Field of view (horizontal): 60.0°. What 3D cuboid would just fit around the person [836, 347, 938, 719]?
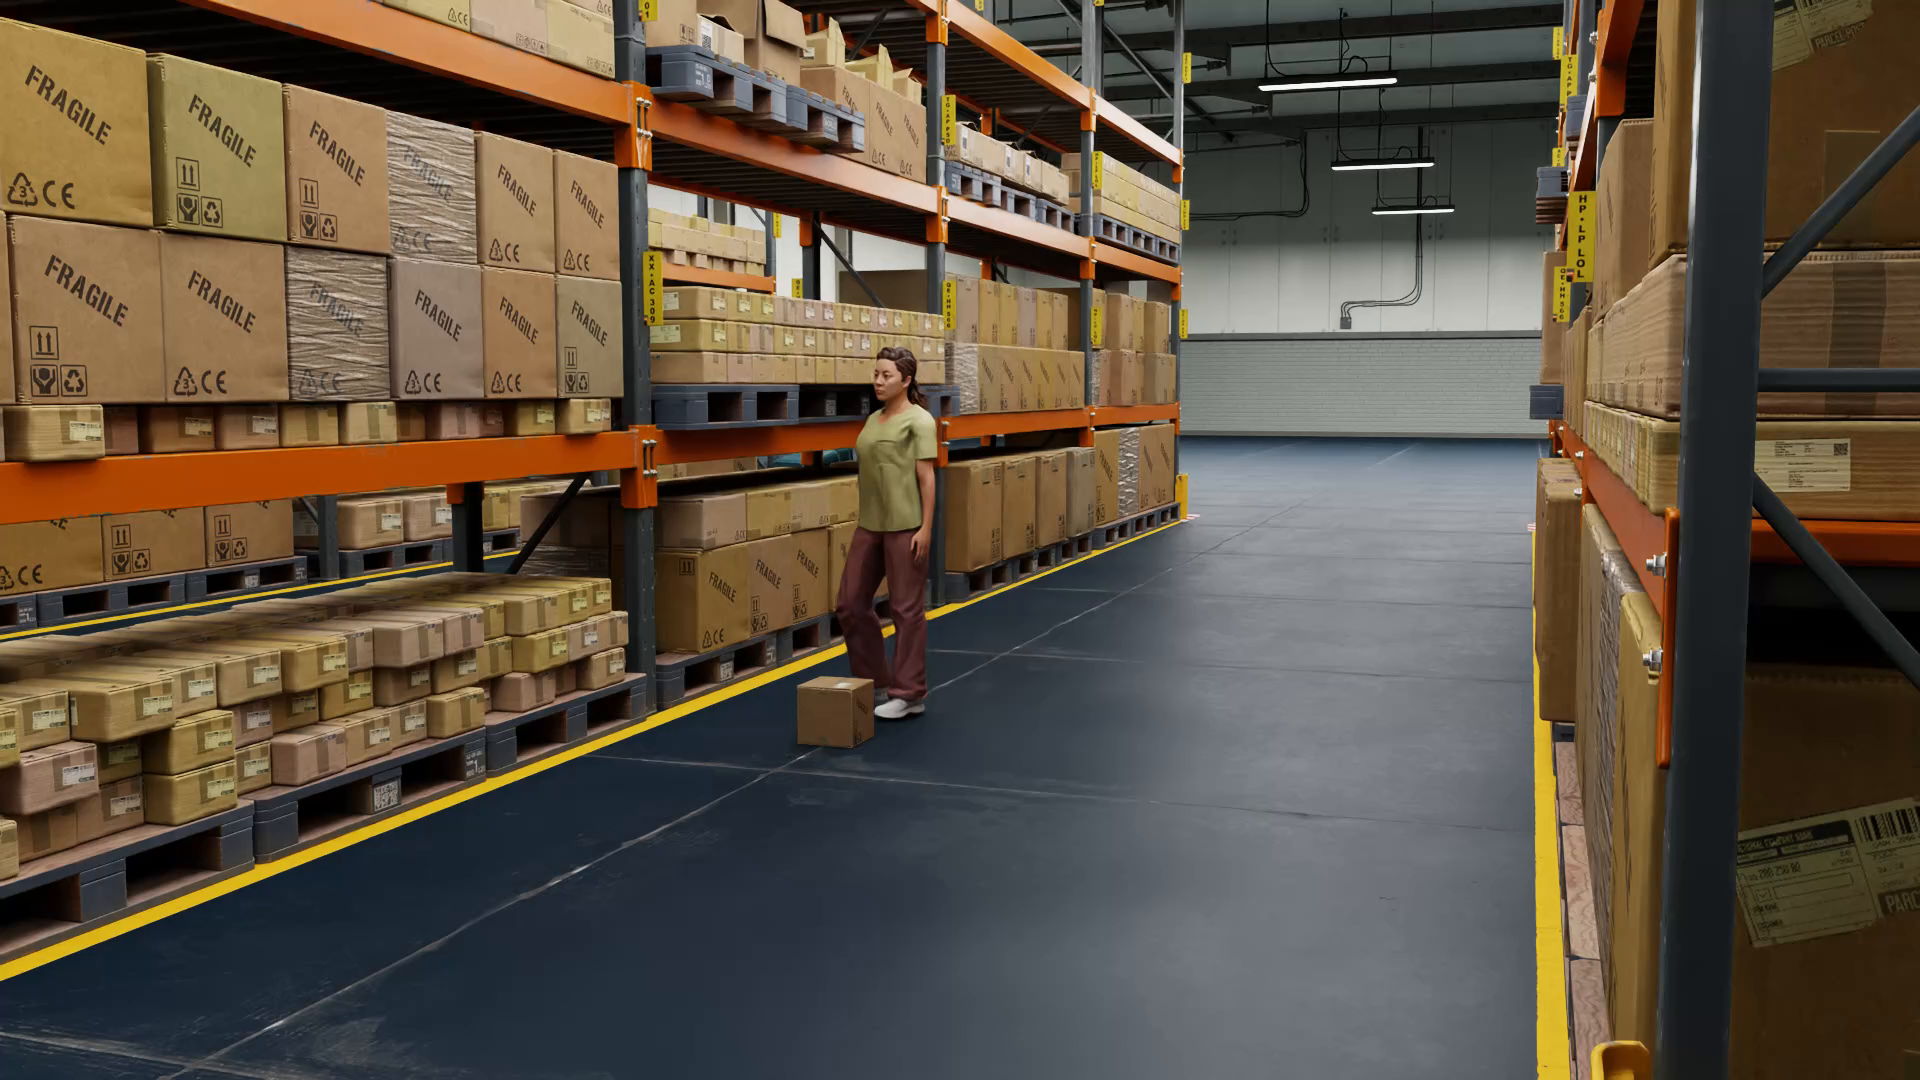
[{"bbox_3d":[-0.333,-0.035,7.552,0.559,1.677,0.357,5,7,42],"label":"person"}]
